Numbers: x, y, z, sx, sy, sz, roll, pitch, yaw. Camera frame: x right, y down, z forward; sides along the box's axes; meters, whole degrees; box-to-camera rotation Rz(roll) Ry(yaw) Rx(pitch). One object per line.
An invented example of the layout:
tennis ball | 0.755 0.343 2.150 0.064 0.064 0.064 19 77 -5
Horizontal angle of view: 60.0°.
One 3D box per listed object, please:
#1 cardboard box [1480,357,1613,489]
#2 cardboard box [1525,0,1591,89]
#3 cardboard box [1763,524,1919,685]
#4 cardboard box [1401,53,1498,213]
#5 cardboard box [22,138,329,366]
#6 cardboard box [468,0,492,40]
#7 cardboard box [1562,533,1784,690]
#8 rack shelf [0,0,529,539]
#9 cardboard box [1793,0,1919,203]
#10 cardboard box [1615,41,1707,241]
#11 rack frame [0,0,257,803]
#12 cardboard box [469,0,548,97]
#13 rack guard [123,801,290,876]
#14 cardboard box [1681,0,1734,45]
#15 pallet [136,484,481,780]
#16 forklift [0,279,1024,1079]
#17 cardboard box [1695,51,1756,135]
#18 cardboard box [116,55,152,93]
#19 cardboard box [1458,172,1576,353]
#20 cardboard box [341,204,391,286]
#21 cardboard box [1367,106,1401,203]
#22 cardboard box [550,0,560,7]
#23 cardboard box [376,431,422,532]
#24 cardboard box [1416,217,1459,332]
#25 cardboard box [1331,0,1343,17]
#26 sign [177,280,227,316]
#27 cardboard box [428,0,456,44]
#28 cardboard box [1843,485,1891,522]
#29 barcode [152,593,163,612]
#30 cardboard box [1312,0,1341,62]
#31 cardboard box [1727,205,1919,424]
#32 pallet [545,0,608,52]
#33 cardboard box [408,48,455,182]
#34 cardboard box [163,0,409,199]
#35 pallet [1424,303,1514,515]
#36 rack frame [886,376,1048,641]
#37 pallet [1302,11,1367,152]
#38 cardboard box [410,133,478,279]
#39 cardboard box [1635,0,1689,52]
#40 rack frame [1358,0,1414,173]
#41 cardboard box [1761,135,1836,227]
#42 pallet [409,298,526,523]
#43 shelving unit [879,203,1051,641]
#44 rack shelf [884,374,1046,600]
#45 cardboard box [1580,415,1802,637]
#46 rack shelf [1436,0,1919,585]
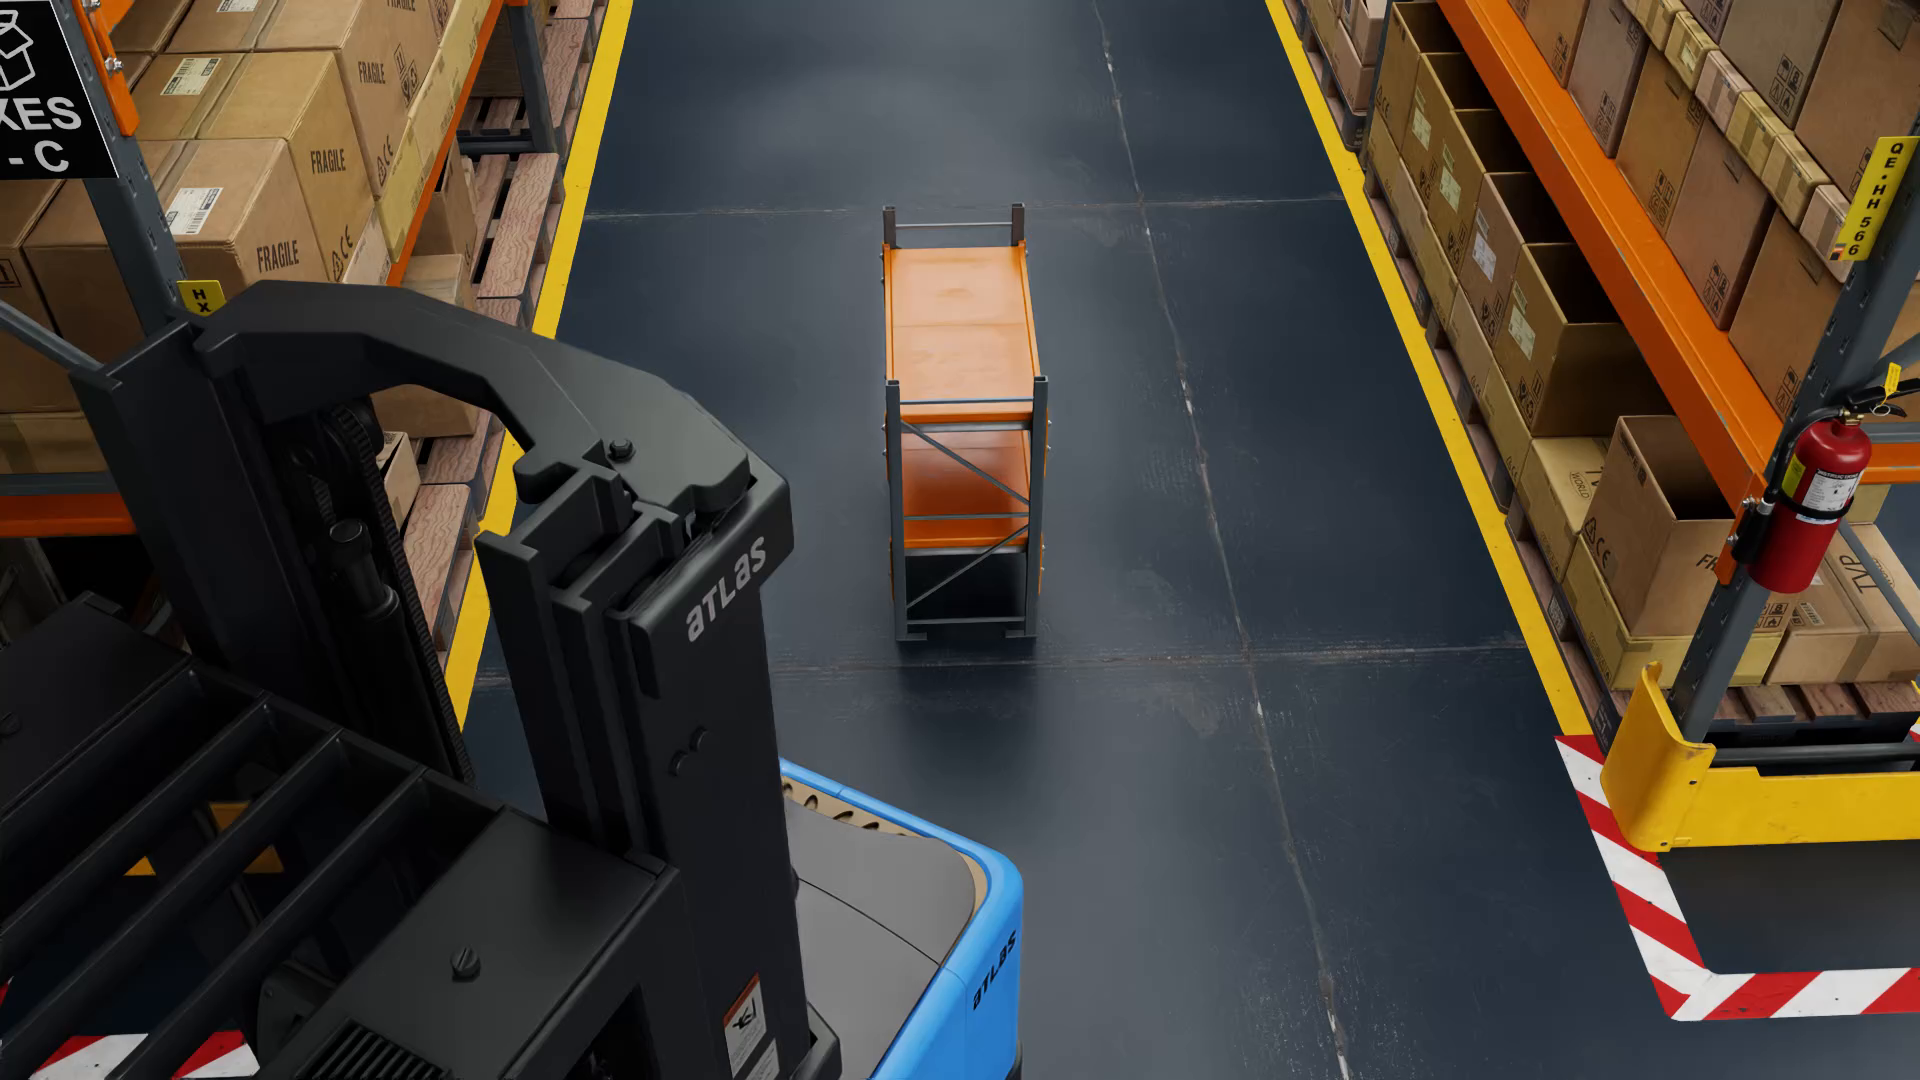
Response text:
cardboard box | 2.290 -0.450 6.245 0.500 0.250 0.500 -2 43 -2
cardboard box | 2.566 -2.023 6.163 0.700 0.500 0.500 -1 43 -1
cardboard box | 2.864 0.210 5.525 0.500 0.250 0.500 -2 43 -2
cardboard box | 2.230 -1.739 7.096 0.500 0.500 0.500 -2 43 -2
cardboard box | -2.005 -0.695 4.329 0.500 0.500 0.500 -2 43 -2
cardboard box | -2.119 -2.140 6.461 0.500 0.250 0.500 -1 43 -2
cardboard box | 2.346 0.225 5.509 0.500 0.250 0.500 -2 43 -2
rack shelf | -2.370 -1.220 5.894 1.077 0.370 4.000 -2 43 -2
cardboard box | 2.655 -1.146 4.247 0.700 0.500 0.500 -1 43 -2
cardboard box | 2.615 -1.322 5.399 0.700 0.500 0.500 -1 43 -2
rack frame | -2.285 -0.135 4.178 1.000 3.000 0.127 -2 43 -2
cardboard box | -2.503 -2.573 8.361 0.700 0.500 0.500 0 43 0
rack guard | -2.288 0.735 5.078 1.175 0.500 0.348 -2 43 -2
cardboard box | 2.605 -1.842 5.005 0.700 0.500 0.500 -1 43 -2
pallet | -2.287 0.292 5.775 1.003 0.211 1.213 -2 43 -2
forklift | -0.977 1.184 2.789 1.130 2.935 3.031 20 46 20
cardboard box | 2.426 -1.328 4.925 0.380 0.149 0.250 -1 43 -1
cardboard box | -2.529 -1.016 4.680 0.500 0.500 0.500 -1 43 -1
cardboard box | 2.267 -1.063 6.359 0.500 0.500 0.500 -2 43 -2
cardboard box | -2.025 -0.776 4.973 0.500 0.250 0.500 -3 43 -3
cardboard box | 2.211 -1.800 7.718 0.500 0.250 0.500 -2 43 -2
cardboard box | -2.556 -3.266 9.117 0.700 0.500 0.500 -1 43 -1
cardboard box | -2.249 -0.161 5.870 0.500 0.311 0.500 2 43 2
cardboard box | 2.243 -1.124 6.981 0.500 0.250 0.500 -2 43 -2
cardboard box | 2.162 -2.945 8.552 0.500 0.311 0.500 -1 43 -1
sign | -1.743 -0.470 3.902 0.100 0.325 0.005 -2 43 -2
cardboard box | -2.088 -2.077 5.837 0.500 0.500 0.500 -3 43 -3
cardboard box | 2.840 -0.404 5.640 0.500 0.500 0.500 -2 43 -2
barcode | -2.625 0.220 5.448 0.001 0.075 0.075 -2 43 -2
cardboard box | 2.167 -2.735 8.738 0.500 0.250 0.500 -2 43 -2
cardboard box | 2.657 -0.632 4.646 0.700 0.500 0.500 -2 43 -2
pallet | -2.544 -3.159 9.540 1.003 0.211 1.213 -2 43 -2
cardboard box | -2.060 -1.462 5.721 0.500 0.250 0.500 -1 43 -1
cardboard box | -2.032 -1.378 5.074 0.500 0.500 0.500 -3 43 -3
pallet | 2.541 -0.589 6.736 1.003 0.211 1.213 -2 43 -2
rack frame | 0.021 -0.076 5.500 0.500 1.125 0.032 -2 43 -2
pallet | 2.424 -2.449 8.765 1.003 0.211 1.213 -2 43 -2
cardboard box | -2.371 -1.377 7.057 0.500 0.500 0.500 -5 43 -5
cardboard box | 2.401 -1.683 5.312 0.380 0.149 0.250 -1 43 -1
rack frame | 2.494 -2.980 7.282 1.000 3.000 0.127 -2 43 -2
cardboard box | 2.445 -0.985 4.551 0.380 0.149 0.250 -1 43 -1
pallet | -2.336 -0.530 6.672 1.003 0.211 1.213 -2 43 -2
shelving unit | 0.000 -0.419 5.875 0.538 1.125 1.048 -2 43 -2
rack shelf | 0.000 -0.239 6.040 0.538 0.278 1.000 -2 43 -2
cardboard box | 2.344 -0.051 5.255 0.500 0.500 0.500 -2 43 -2
rack shelf | 2.579 -1.365 6.052 1.077 0.370 4.000 -2 43 -2
